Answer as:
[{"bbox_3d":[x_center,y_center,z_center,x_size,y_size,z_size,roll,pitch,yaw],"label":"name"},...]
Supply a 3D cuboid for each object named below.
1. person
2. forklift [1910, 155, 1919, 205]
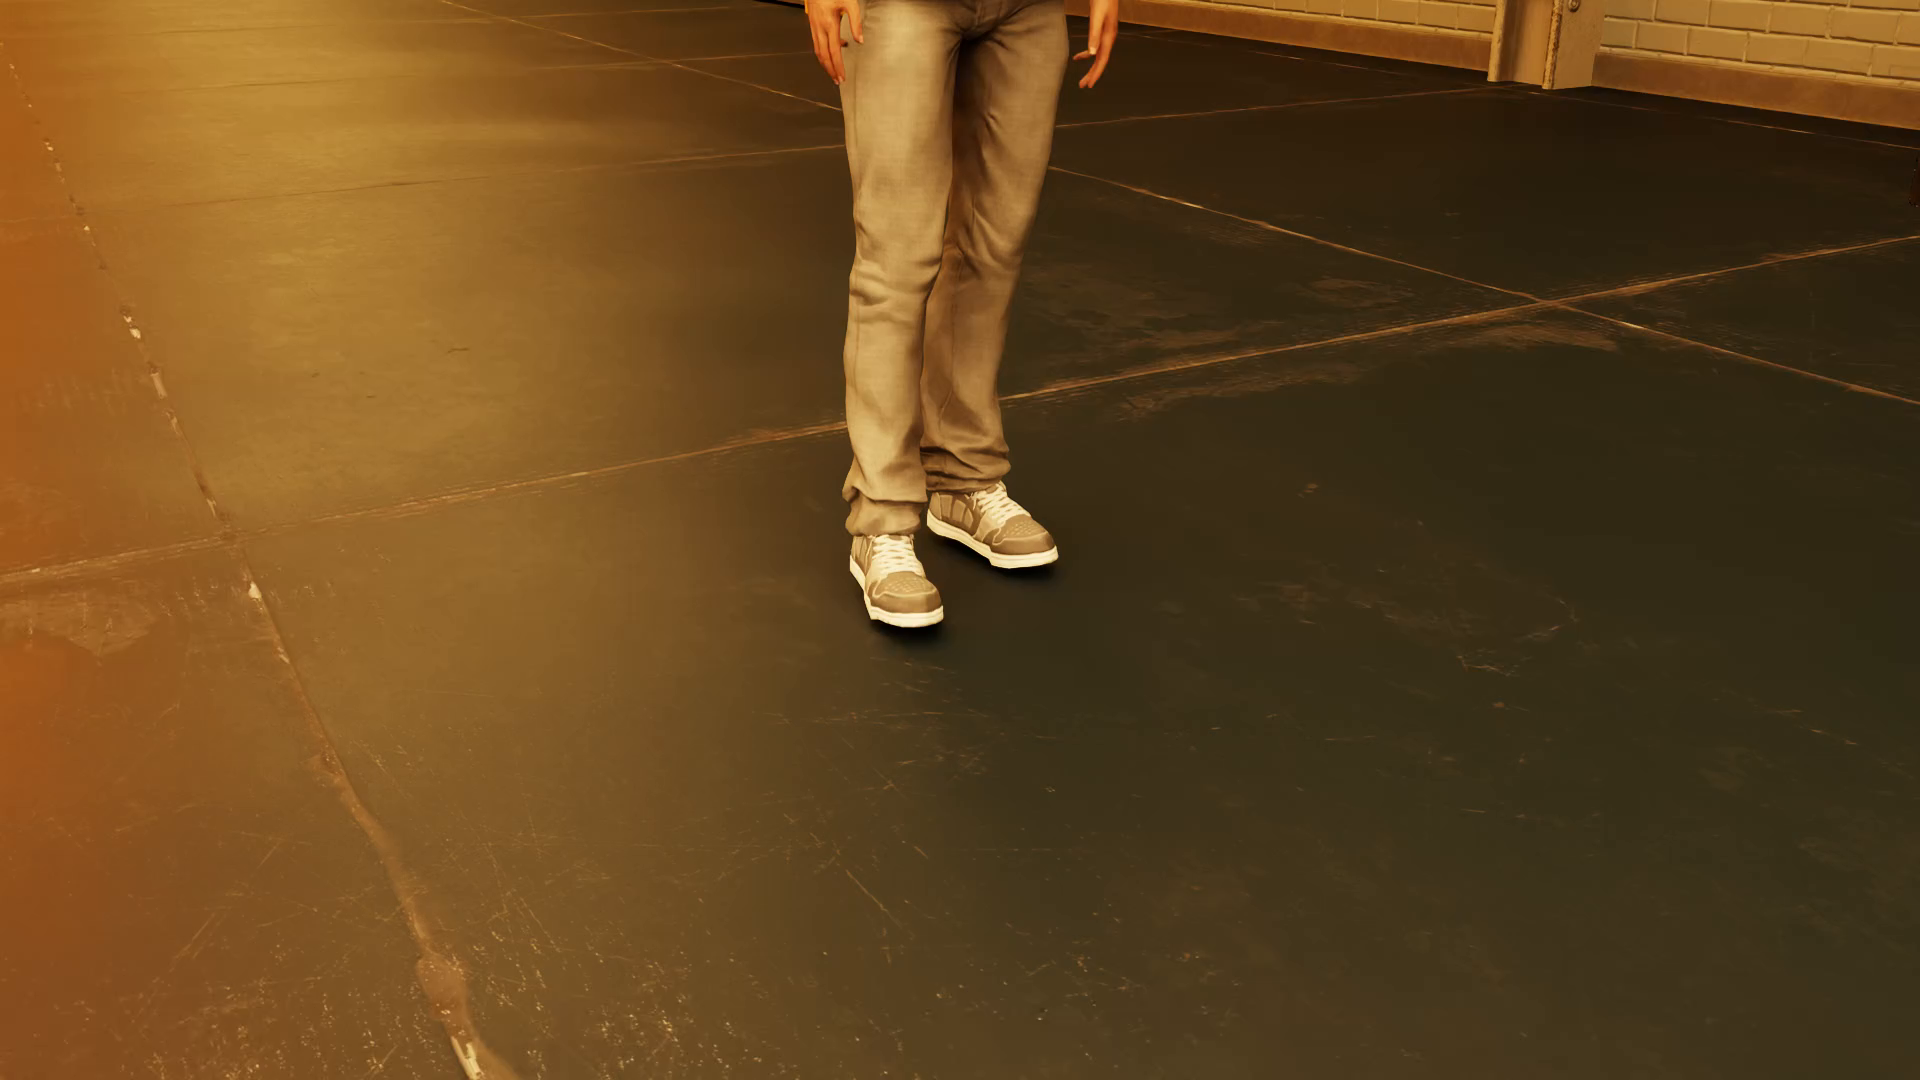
[{"bbox_3d":[0.025,-0.719,2.262,0.520,1.599,0.473,-12,25,-28],"label":"person"},{"bbox_3d":[4.284,-2.417,4.664,3.031,2.935,1.130,-14,26,-30],"label":"forklift"}]
